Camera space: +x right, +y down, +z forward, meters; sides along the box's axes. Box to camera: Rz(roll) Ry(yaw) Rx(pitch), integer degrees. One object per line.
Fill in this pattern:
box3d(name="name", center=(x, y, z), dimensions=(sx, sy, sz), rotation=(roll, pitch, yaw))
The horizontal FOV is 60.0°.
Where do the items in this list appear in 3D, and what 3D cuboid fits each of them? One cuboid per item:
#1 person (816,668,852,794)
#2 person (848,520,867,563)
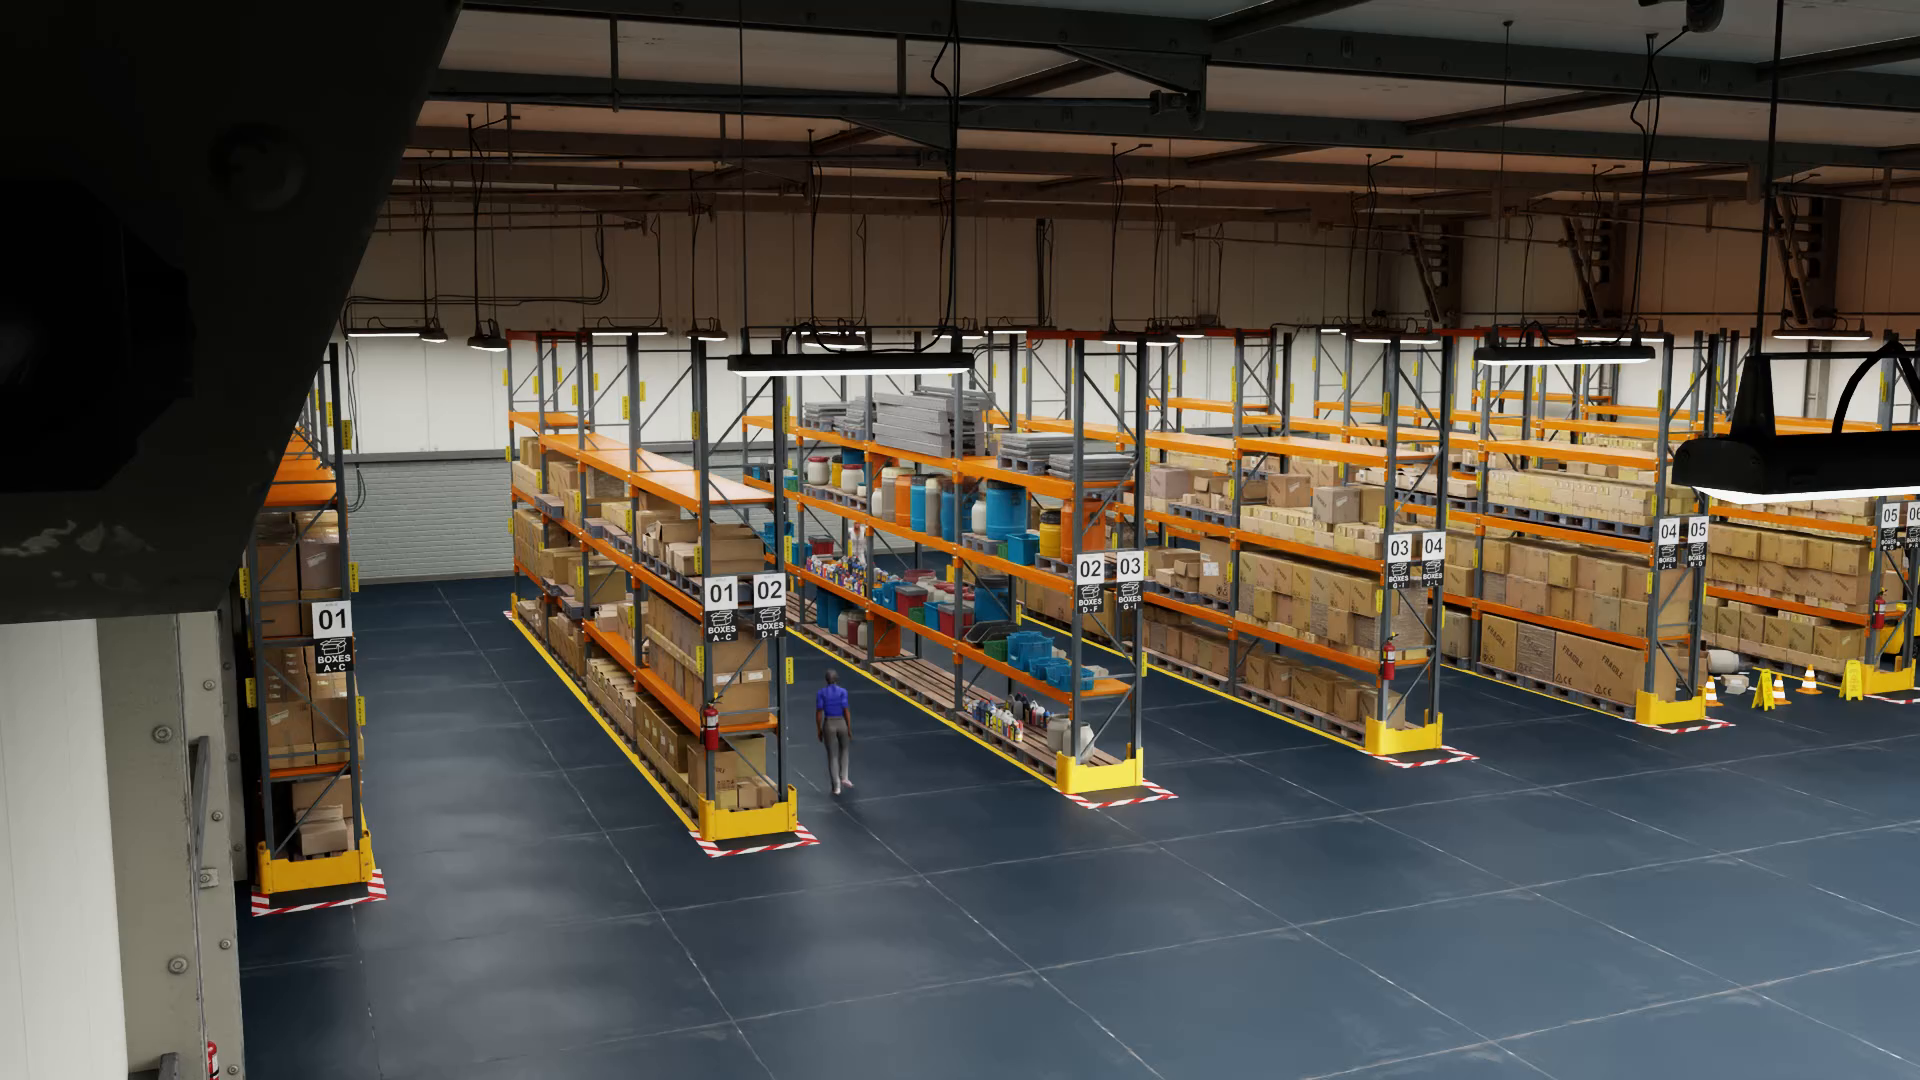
box3d(name="person", center=(-1.663, 2.532, 22.048), dimensions=(0.475, 1.641, 0.519), rotation=(-2, 8, -11))
box3d(name="person", center=(-2.391, 0.285, 38.393), dimensions=(0.688, 1.684, 0.650), rotation=(-2, 8, -16))
